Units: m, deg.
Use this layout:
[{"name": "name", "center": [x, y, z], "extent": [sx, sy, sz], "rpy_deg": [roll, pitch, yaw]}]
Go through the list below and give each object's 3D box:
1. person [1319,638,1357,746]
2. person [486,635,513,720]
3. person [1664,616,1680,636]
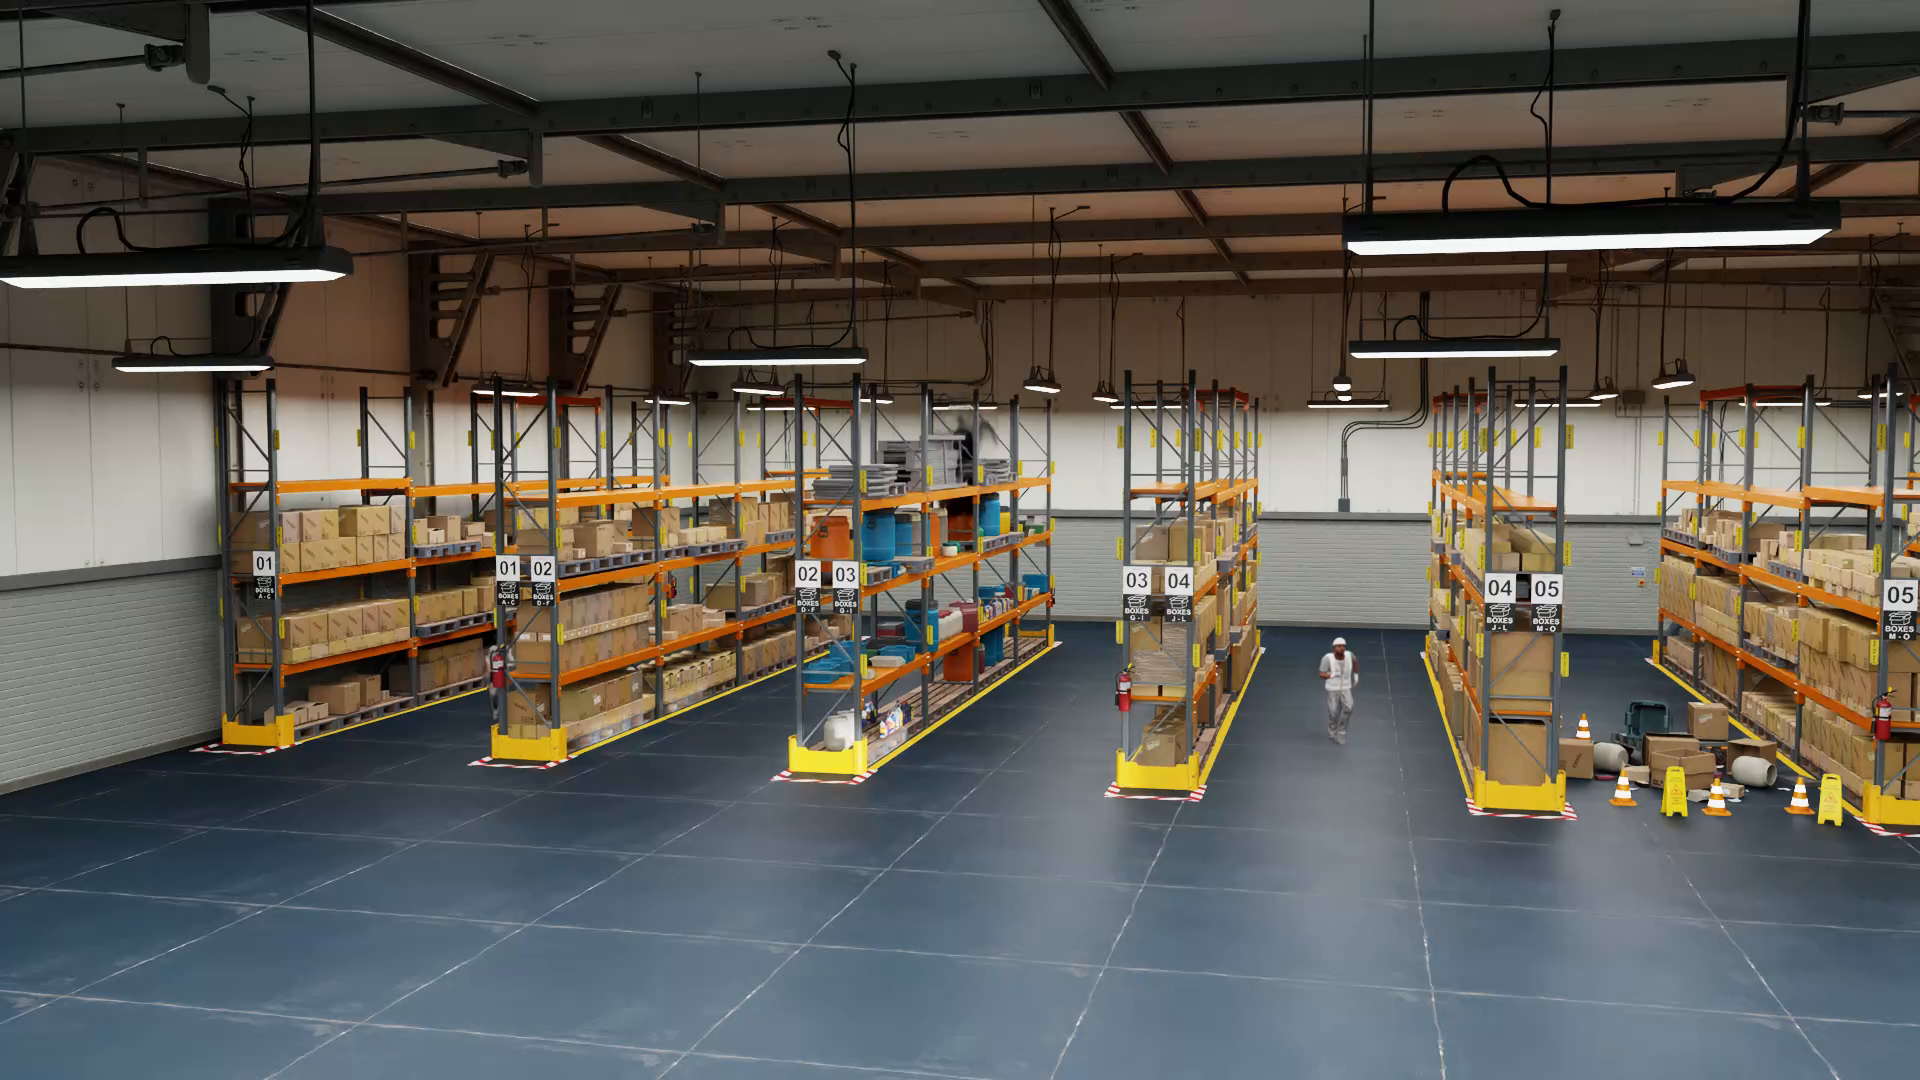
[{"name": "person", "center": [6.226, 2.477, 27.303], "extent": [0.715, 1.779, 0.832], "rpy_deg": [0, 3, -3]}, {"name": "person", "center": [-8.188, 2.428, 29.523], "extent": [0.511, 1.562, 0.633], "rpy_deg": [0, 3, -7]}, {"name": "person", "center": [16.527, 1.850, 38.292], "extent": [0.726, 1.736, 0.749], "rpy_deg": [3, 4, 40]}]
